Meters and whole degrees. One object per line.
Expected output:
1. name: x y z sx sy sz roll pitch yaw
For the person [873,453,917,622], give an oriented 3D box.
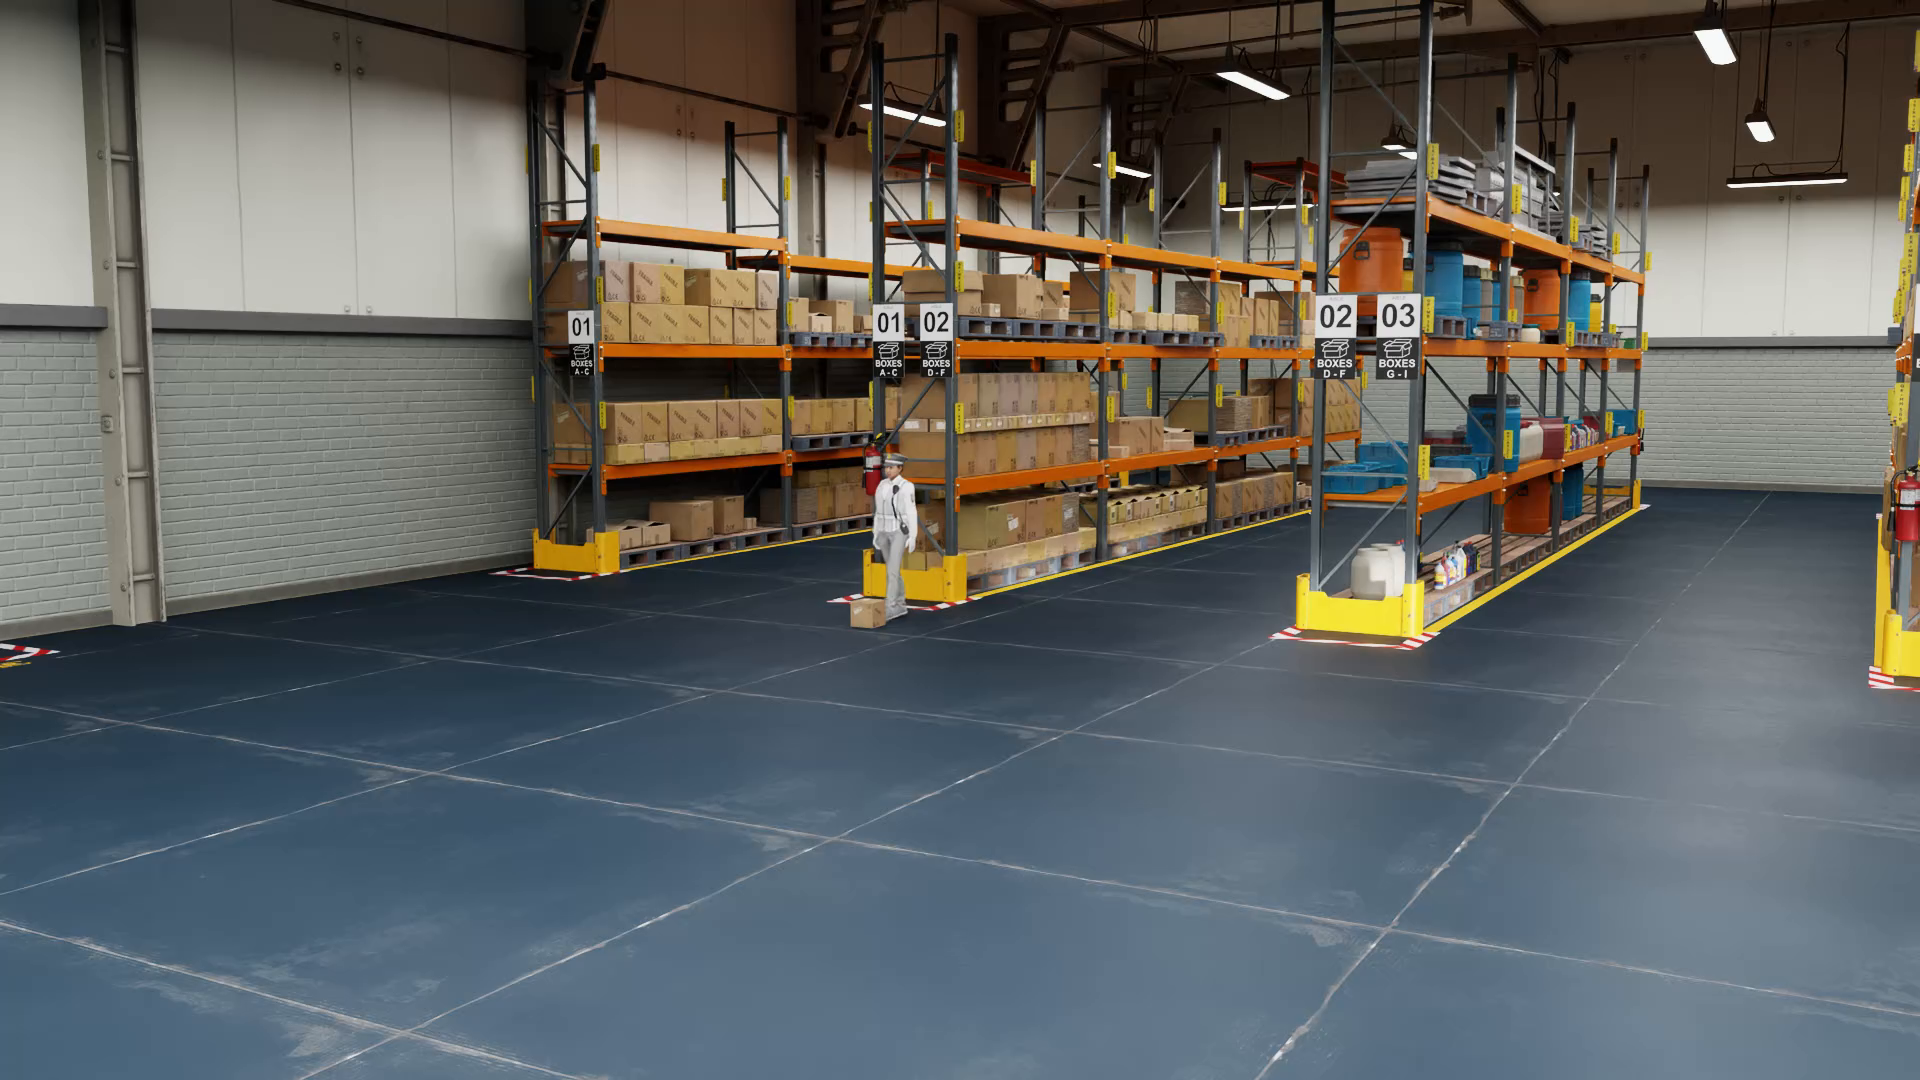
1. person: -0.737 -0.039 16.563 0.503 1.668 0.611 6 8 43
